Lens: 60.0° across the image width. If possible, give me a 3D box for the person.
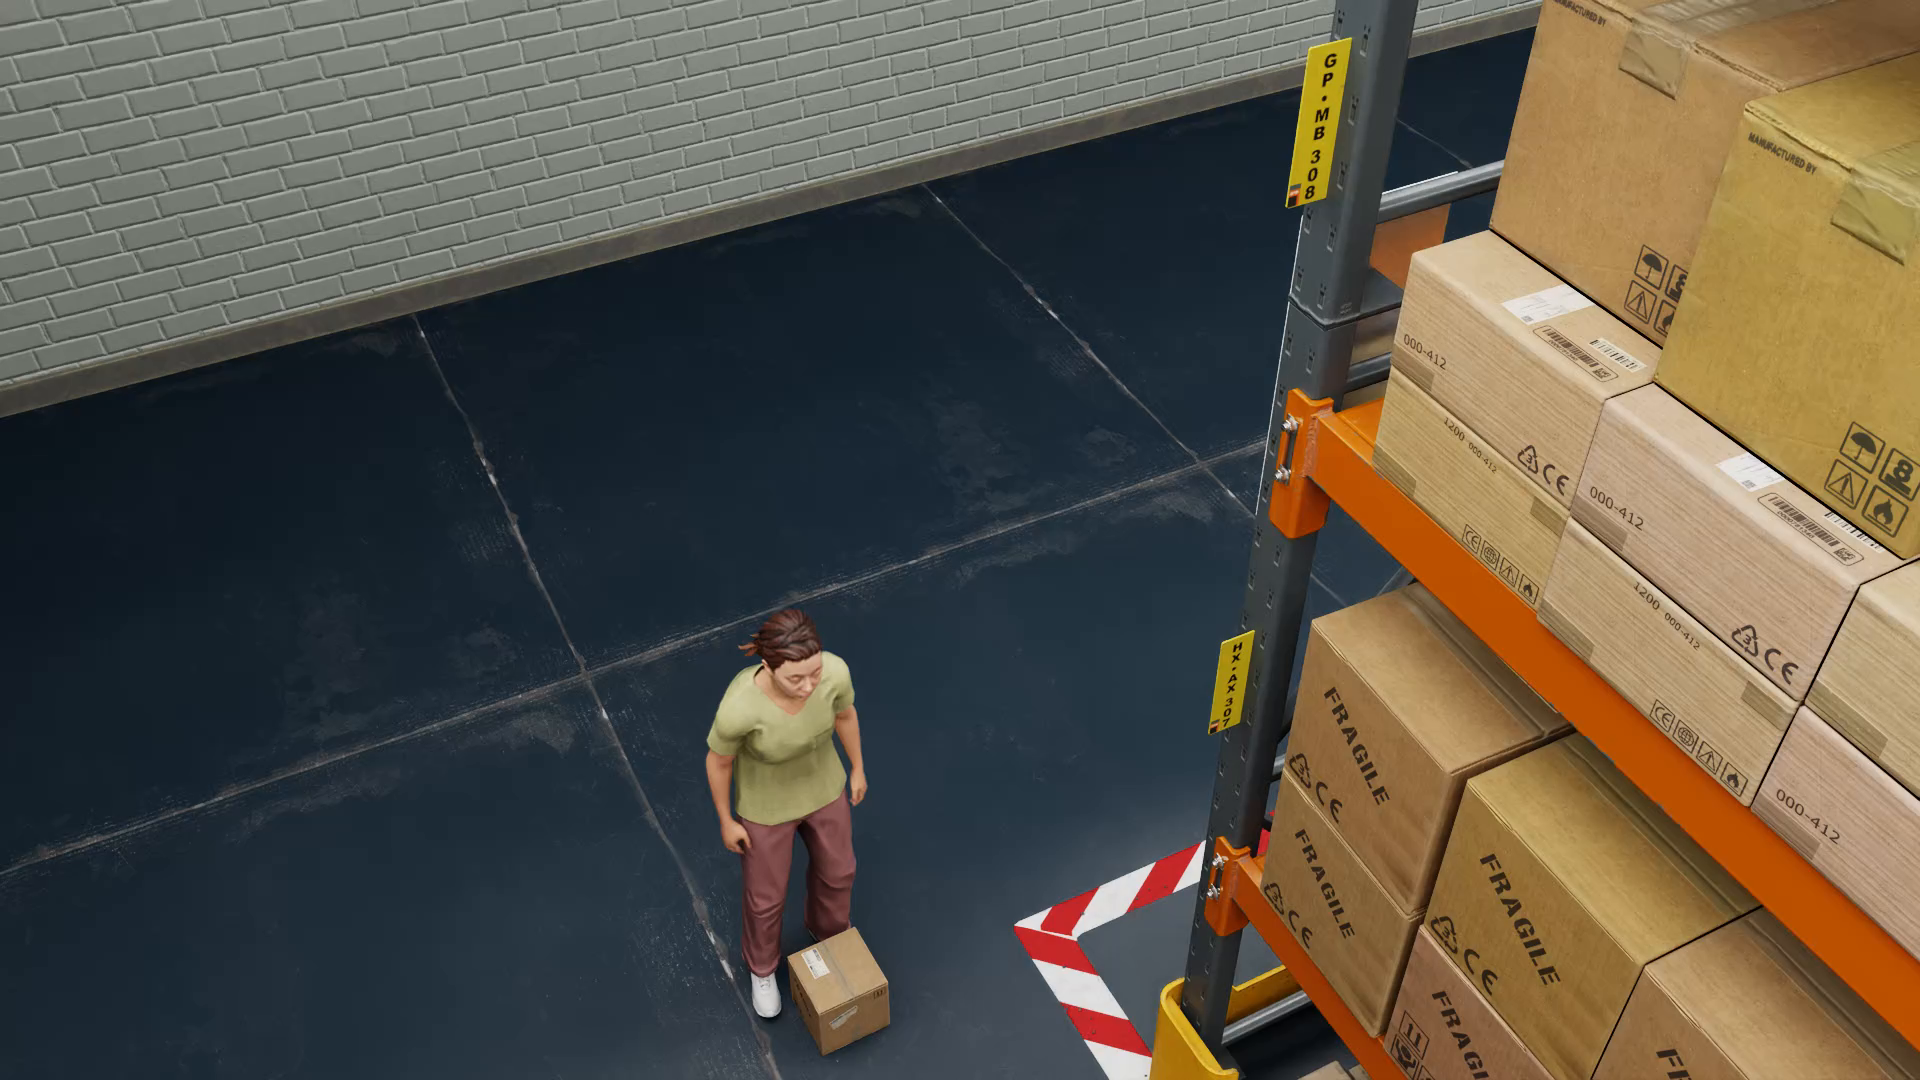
[{"bbox_3d":[-0.520,0.824,5.226,0.508,1.672,0.353,-20,45,-21],"label":"person"}]
